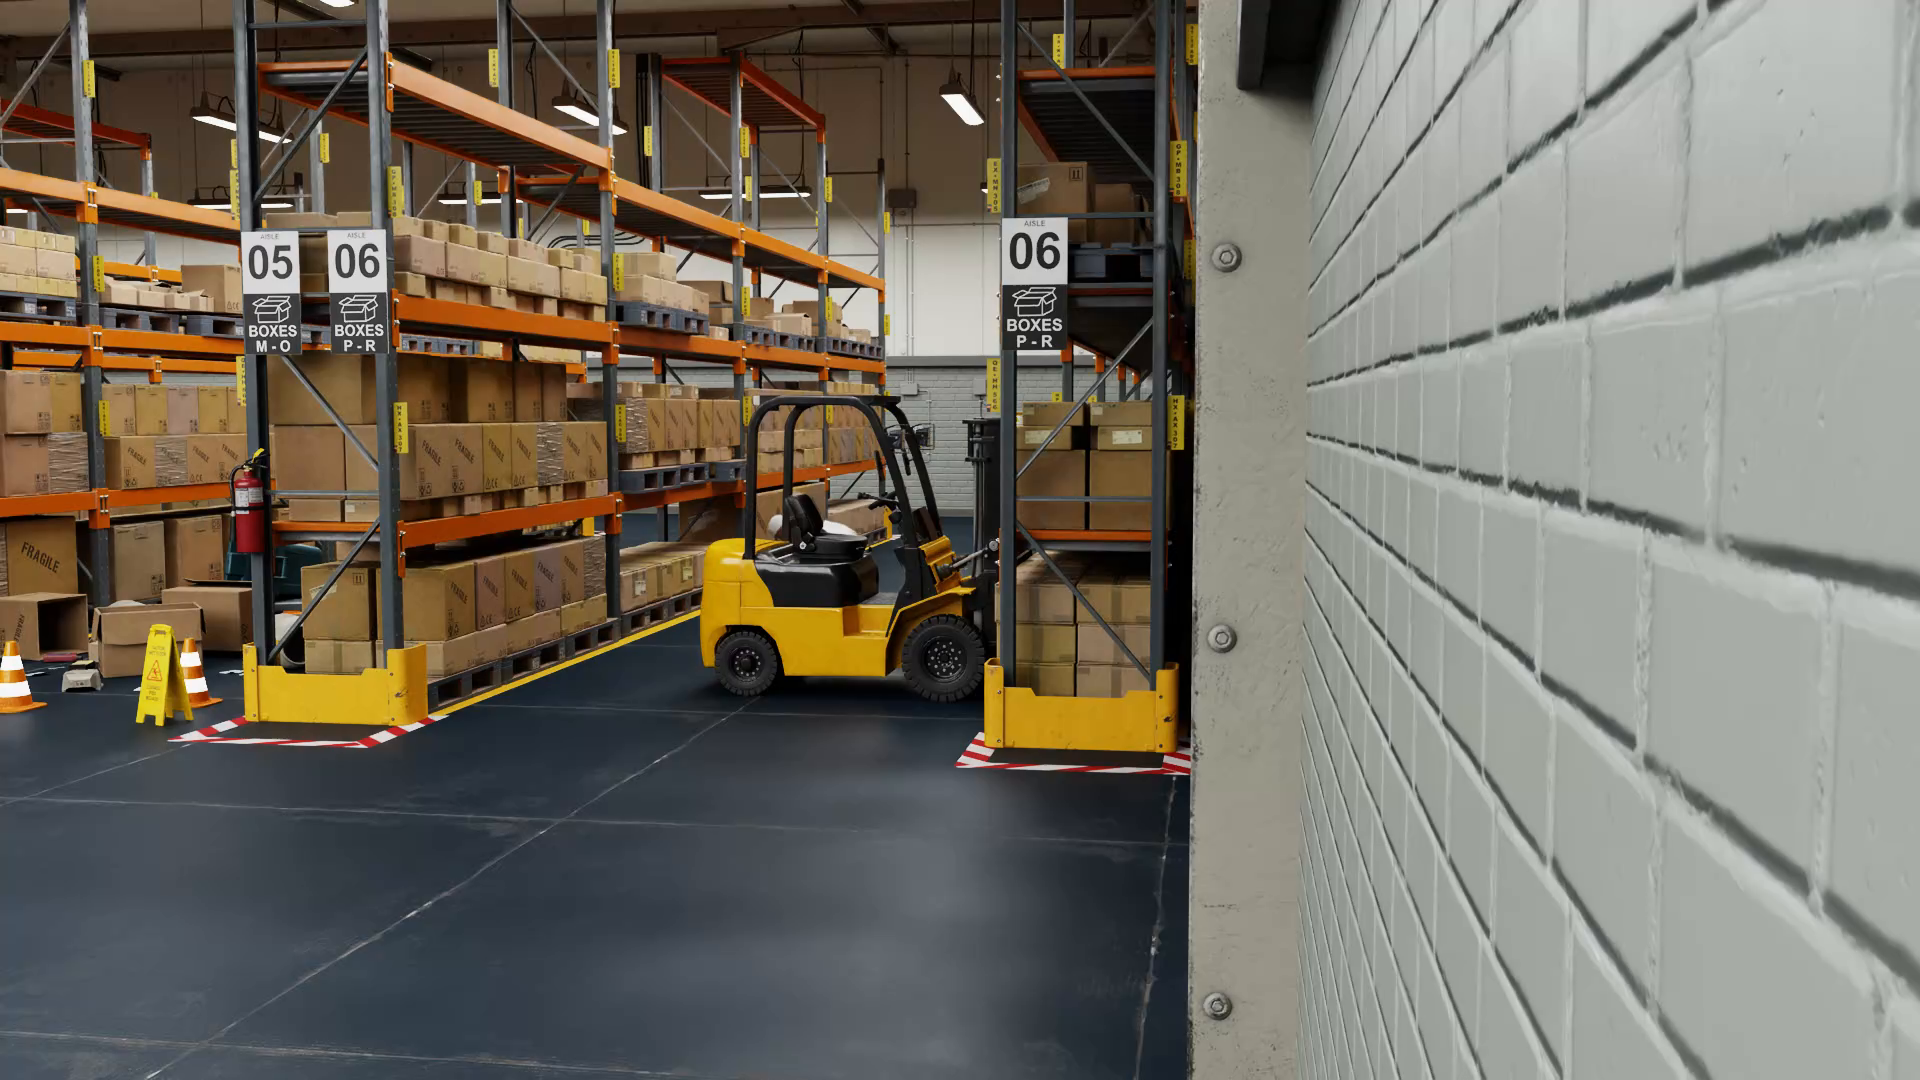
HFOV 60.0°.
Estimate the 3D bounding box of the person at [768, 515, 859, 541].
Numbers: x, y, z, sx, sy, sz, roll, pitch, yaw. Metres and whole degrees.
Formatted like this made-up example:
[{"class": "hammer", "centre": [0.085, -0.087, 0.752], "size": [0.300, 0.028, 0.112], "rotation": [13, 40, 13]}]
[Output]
[{"class": "person", "centre": [-1.437, 0.254, 16.599], "size": [0.956, 1.013, 0.528], "rotation": [0, 4, 6]}]
